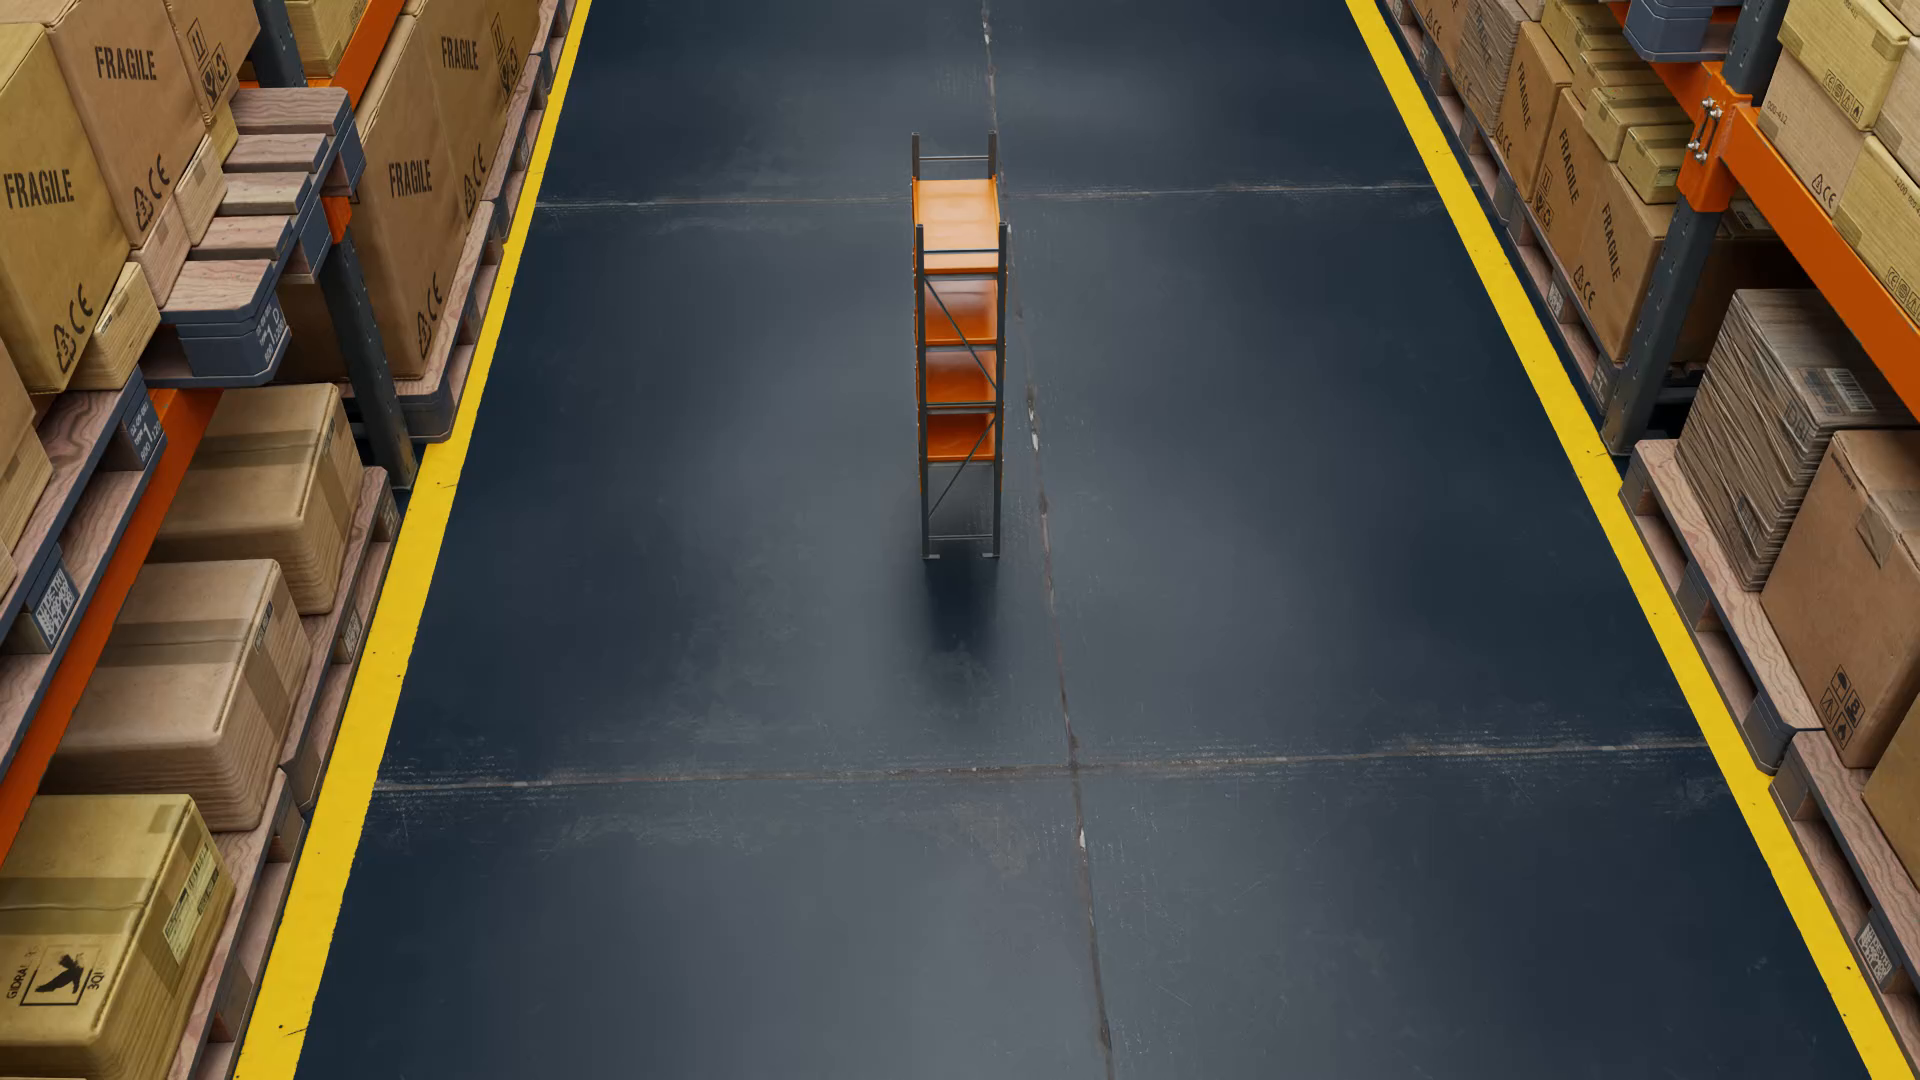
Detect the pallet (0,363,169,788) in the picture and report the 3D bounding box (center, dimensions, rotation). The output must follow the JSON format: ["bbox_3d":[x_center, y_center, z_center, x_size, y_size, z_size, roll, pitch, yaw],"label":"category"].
[{"bbox_3d":[-2.166,0.116,3.045,1.003,0.211,1.213,-2,43,-2],"label":"pallet"}]

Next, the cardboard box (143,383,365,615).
[{"bbox_3d":[-2.277,-0.094,4.766,0.950,0.372,0.625,-4,43,-5],"label":"cardboard box"}]

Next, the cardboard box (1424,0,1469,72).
[{"bbox_3d":[2.343,-2.339,7.121,0.500,0.500,0.500,-3,43,-3],"label":"cardboard box"}]

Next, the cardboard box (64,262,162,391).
[{"bbox_3d":[-1.874,-0.434,3.379,0.380,0.149,0.250,-1,43,-1],"label":"cardboard box"}]

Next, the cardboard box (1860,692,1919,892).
[{"bbox_3d":[2.745,0.603,3.819,0.875,0.625,0.625,-3,43,-4],"label":"cardboard box"}]

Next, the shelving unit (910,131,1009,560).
[{"bbox_3d":[-0.007,-0.554,4.967,0.258,1.200,0.503,-2,43,-2],"label":"shelving unit"}]

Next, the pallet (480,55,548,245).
[{"bbox_3d":[-2.298,-1.618,6.859,1.003,0.211,1.213,-2,43,-2],"label":"pallet"}]

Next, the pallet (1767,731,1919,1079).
[{"bbox_3d":[2.713,0.972,4.033,1.003,0.211,1.213,-2,43,-2],"label":"pallet"}]

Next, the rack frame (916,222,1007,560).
[{"bbox_3d":[0.003,-0.389,4.787,0.240,1.200,0.015,-2,43,-2],"label":"rack frame"}]

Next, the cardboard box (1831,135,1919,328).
[{"bbox_3d":[2.459,-0.733,3.941,0.500,0.250,0.500,-2,43,-3],"label":"cardboard box"}]

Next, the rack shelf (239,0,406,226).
[{"bbox_3d":[-2.376,-2.375,6.153,1.077,0.370,4.000,-2,43,-2],"label":"rack shelf"}]

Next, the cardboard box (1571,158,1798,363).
[{"bbox_3d":[2.436,-0.947,5.602,0.500,0.500,0.500,-1,43,-1],"label":"cardboard box"}]

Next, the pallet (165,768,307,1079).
[{"bbox_3d":[-2.210,1.088,3.907,1.003,0.211,1.213,-2,43,-2],"label":"pallet"}]

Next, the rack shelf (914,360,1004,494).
[{"bbox_3d":[-0.007,-0.358,5.146,0.258,0.148,0.480,-2,43,-2],"label":"rack shelf"}]

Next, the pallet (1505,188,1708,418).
[{"bbox_3d":[2.674,-0.912,6.088,1.003,0.211,1.213,-2,43,-2],"label":"pallet"}]

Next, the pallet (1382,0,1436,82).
[{"bbox_3d":[2.571,-2.559,7.885,1.003,0.211,1.213,-2,43,-2],"label":"pallet"}]

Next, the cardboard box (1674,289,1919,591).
[{"bbox_3d":[2.681,-0.292,4.796,0.875,0.625,0.625,0,43,0],"label":"cardboard box"}]

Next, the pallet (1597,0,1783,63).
[{"bbox_3d":[2.569,-1.819,5.157,1.213,0.211,1.003,-2,43,-2],"label":"pallet"}]

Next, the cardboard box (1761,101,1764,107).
[{"bbox_3d":[2.973,-1.448,5.669,0.380,0.149,0.250,0,43,0],"label":"cardboard box"}]

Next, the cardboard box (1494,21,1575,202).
[{"bbox_3d":[2.400,-1.639,6.357,0.500,0.500,0.500,0,43,0],"label":"cardboard box"}]

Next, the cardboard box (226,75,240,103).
[{"bbox_3d":[-2.042,-1.137,4.146,0.380,0.149,0.250,0,43,0],"label":"cardboard box"}]

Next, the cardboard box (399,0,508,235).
[{"bbox_3d":[-2.271,-1.732,6.181,0.875,0.875,0.875,-1,43,-1],"label":"cardboard box"}]

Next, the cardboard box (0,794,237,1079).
[{"bbox_3d":[-2.211,0.916,3.665,0.950,0.372,0.625,0,43,0],"label":"cardboard box"}]

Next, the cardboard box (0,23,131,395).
[{"bbox_3d":[-1.938,-0.603,3.082,0.500,0.500,0.500,-4,43,-5],"label":"cardboard box"}]

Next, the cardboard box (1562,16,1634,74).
[{"bbox_3d":[2.419,-1.775,6.026,0.380,0.149,0.250,0,43,-1],"label":"cardboard box"}]

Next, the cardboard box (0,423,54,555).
[{"bbox_3d":[-1.897,-0.093,3.007,0.380,0.149,0.250,-3,43,-3],"label":"cardboard box"}]

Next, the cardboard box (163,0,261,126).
[{"bbox_3d":[-1.994,-1.292,3.835,0.500,0.500,0.500,-3,43,-3],"label":"cardboard box"}]

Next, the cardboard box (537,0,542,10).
[{"bbox_3d":[-2.354,-2.945,7.505,0.875,0.875,0.875,0,43,0],"label":"cardboard box"}]

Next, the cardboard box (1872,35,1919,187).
[{"bbox_3d":[2.463,-0.919,3.774,0.500,0.250,0.500,0,43,0],"label":"cardboard box"}]

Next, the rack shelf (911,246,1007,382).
[{"bbox_3d":[-0.007,-0.669,4.861,0.258,0.148,0.480,-2,43,-2],"label":"rack shelf"}]

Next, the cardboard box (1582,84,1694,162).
[{"bbox_3d":[2.352,-1.416,5.635,0.380,0.149,0.250,-4,43,-4],"label":"cardboard box"}]

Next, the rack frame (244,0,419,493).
[{"bbox_3d":[-2.291,-1.290,4.437,1.000,3.000,0.127,-2,43,-2],"label":"rack frame"}]

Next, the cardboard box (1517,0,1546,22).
[{"bbox_3d":[2.366,-2.129,6.412,0.380,0.149,0.250,-4,43,-4],"label":"cardboard box"}]

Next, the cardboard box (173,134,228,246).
[{"bbox_3d":[-1.903,-0.789,3.767,0.380,0.149,0.250,-2,43,-2],"label":"cardboard box"}]

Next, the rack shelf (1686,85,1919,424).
[{"bbox_3d":[2.753,0.181,3.365,1.077,0.370,4.000,-2,43,-2],"label":"rack shelf"}]
